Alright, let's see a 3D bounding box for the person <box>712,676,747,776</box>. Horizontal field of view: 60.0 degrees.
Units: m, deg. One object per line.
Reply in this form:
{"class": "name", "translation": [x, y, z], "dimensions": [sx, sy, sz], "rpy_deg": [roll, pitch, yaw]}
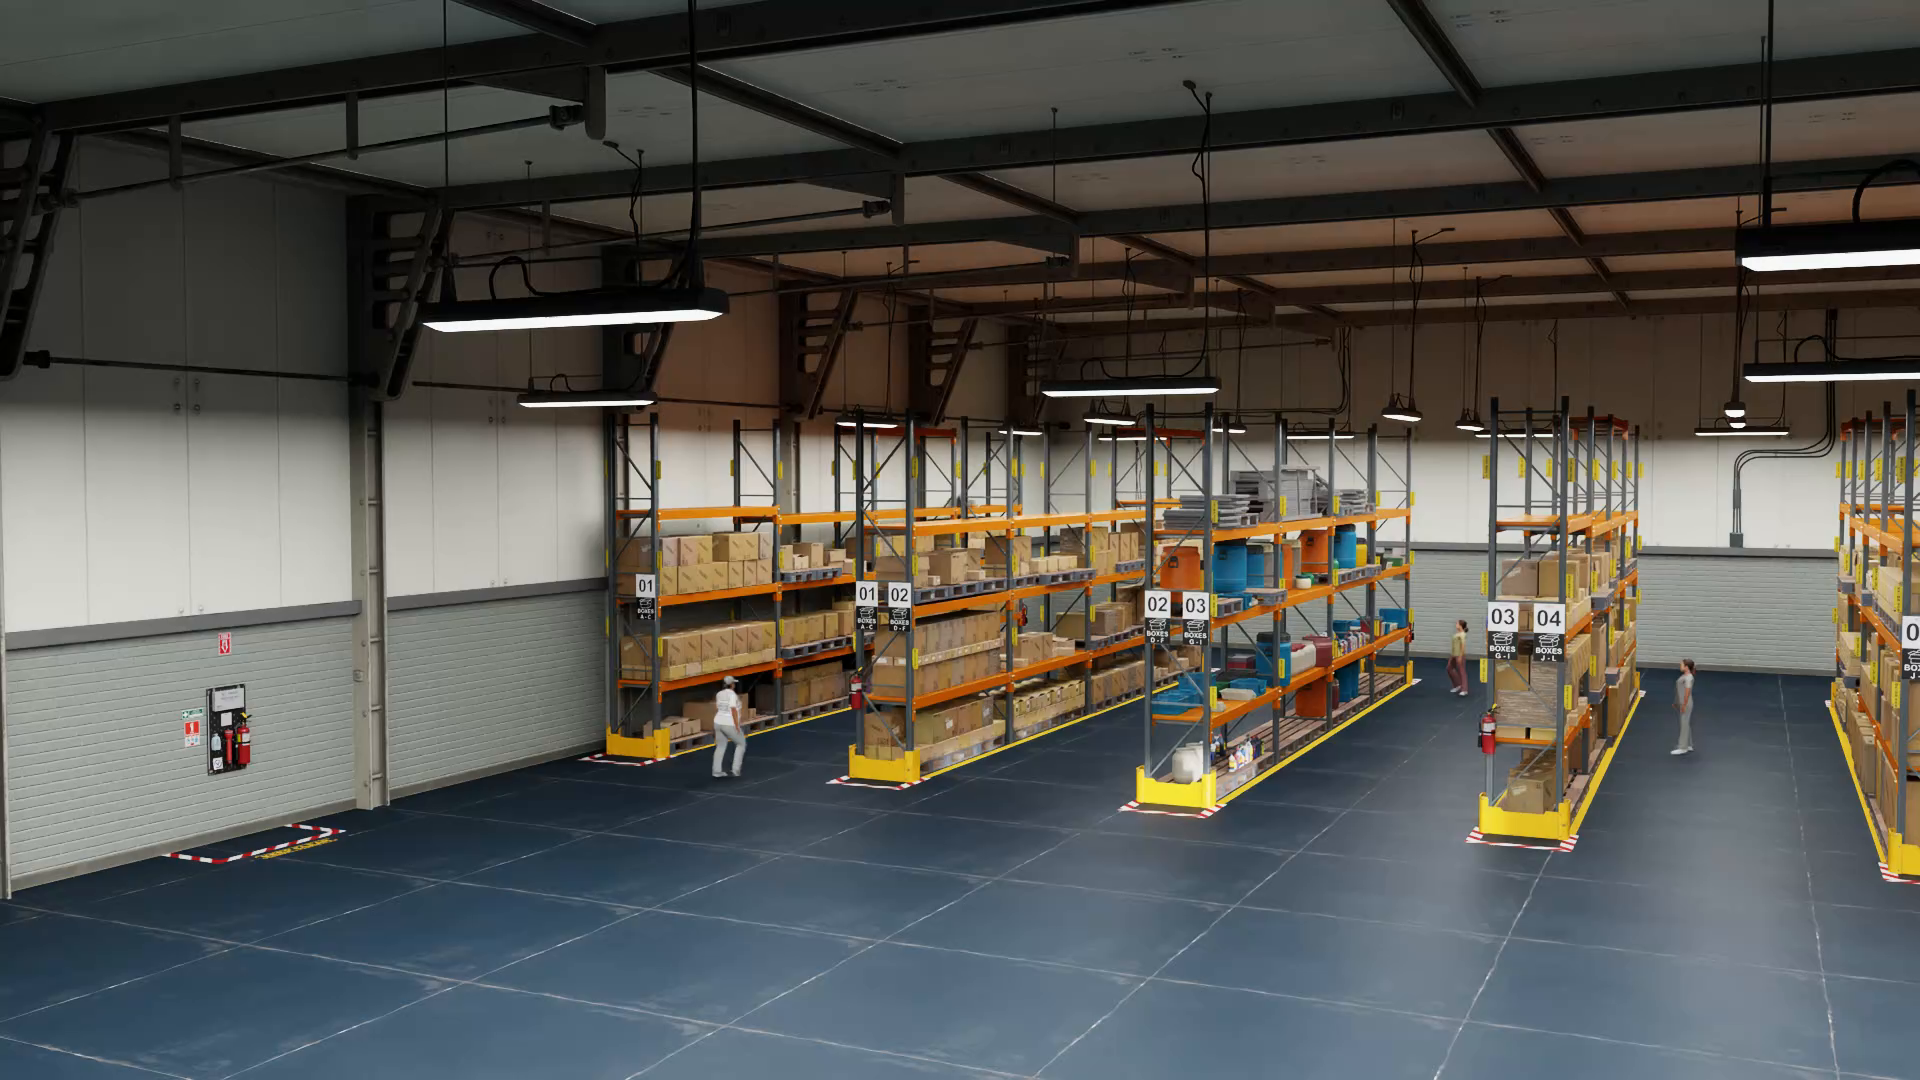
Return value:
{"class": "person", "translation": [-3.754, 3.084, 27.177], "dimensions": [0.627, 1.735, 0.565], "rpy_deg": [-2, 3, -44]}

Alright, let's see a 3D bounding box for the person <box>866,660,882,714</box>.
{"class": "person", "translation": [-1.567, 2.947, 30.098], "dimensions": [0.327, 1.613, 0.514], "rpy_deg": [1, 3, 26]}

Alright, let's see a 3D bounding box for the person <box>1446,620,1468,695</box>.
{"class": "person", "translation": [11.115, 2.604, 37.044], "dimensions": [0.363, 1.669, 0.624], "rpy_deg": [0, 2, -8]}

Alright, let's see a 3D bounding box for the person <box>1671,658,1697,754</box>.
{"class": "person", "translation": [12.801, 2.940, 29.460], "dimensions": [0.510, 1.687, 0.459], "rpy_deg": [0, 2, -5]}
